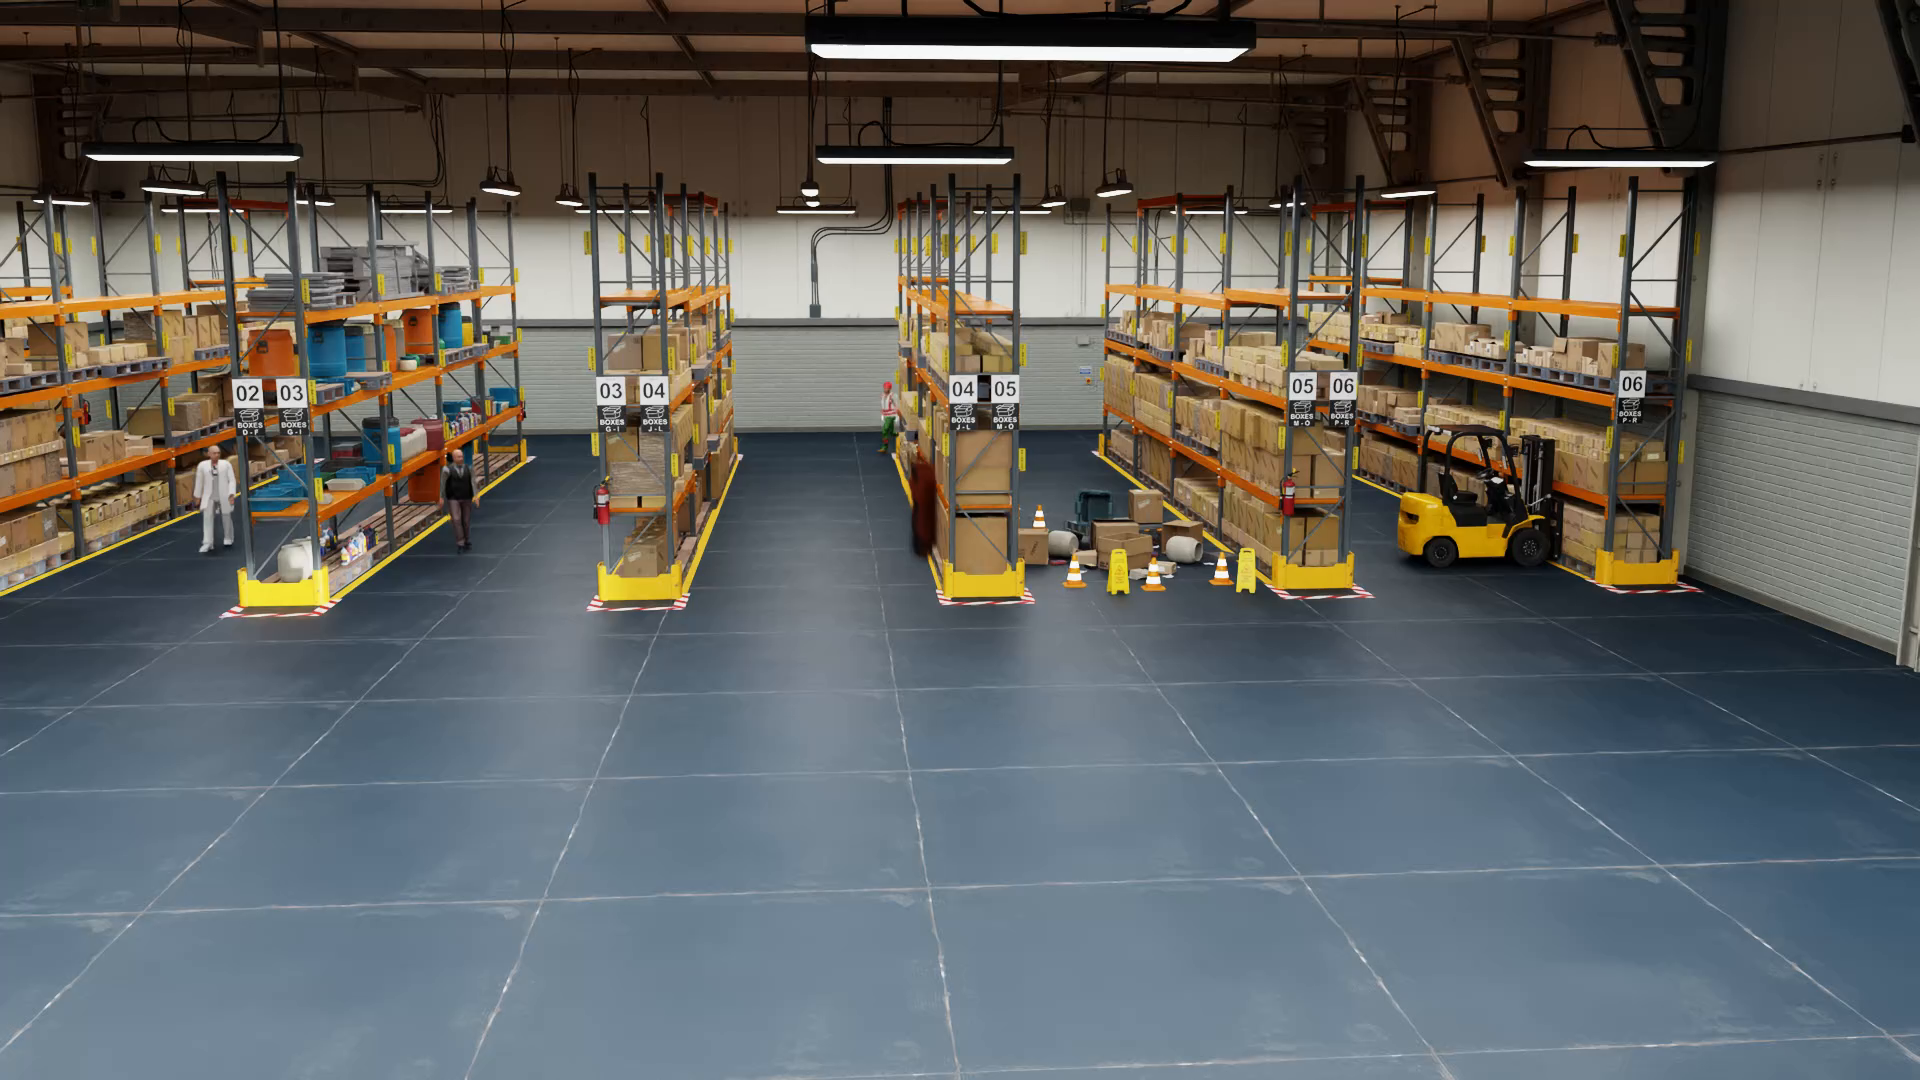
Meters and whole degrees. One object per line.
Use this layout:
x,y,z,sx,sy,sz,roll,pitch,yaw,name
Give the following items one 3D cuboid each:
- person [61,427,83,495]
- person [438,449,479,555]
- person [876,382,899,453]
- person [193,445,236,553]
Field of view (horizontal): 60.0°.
-17.087,-1.361,31.836,0.450,1.598,0.445,4,11,21,person
-8.278,-0.661,27.515,0.634,1.690,0.945,-5,11,-27,person
-1.665,-3.025,40.790,0.975,1.749,0.514,-5,11,-27,person
-12.372,-0.707,27.578,0.690,1.718,1.111,-3,10,-14,person
